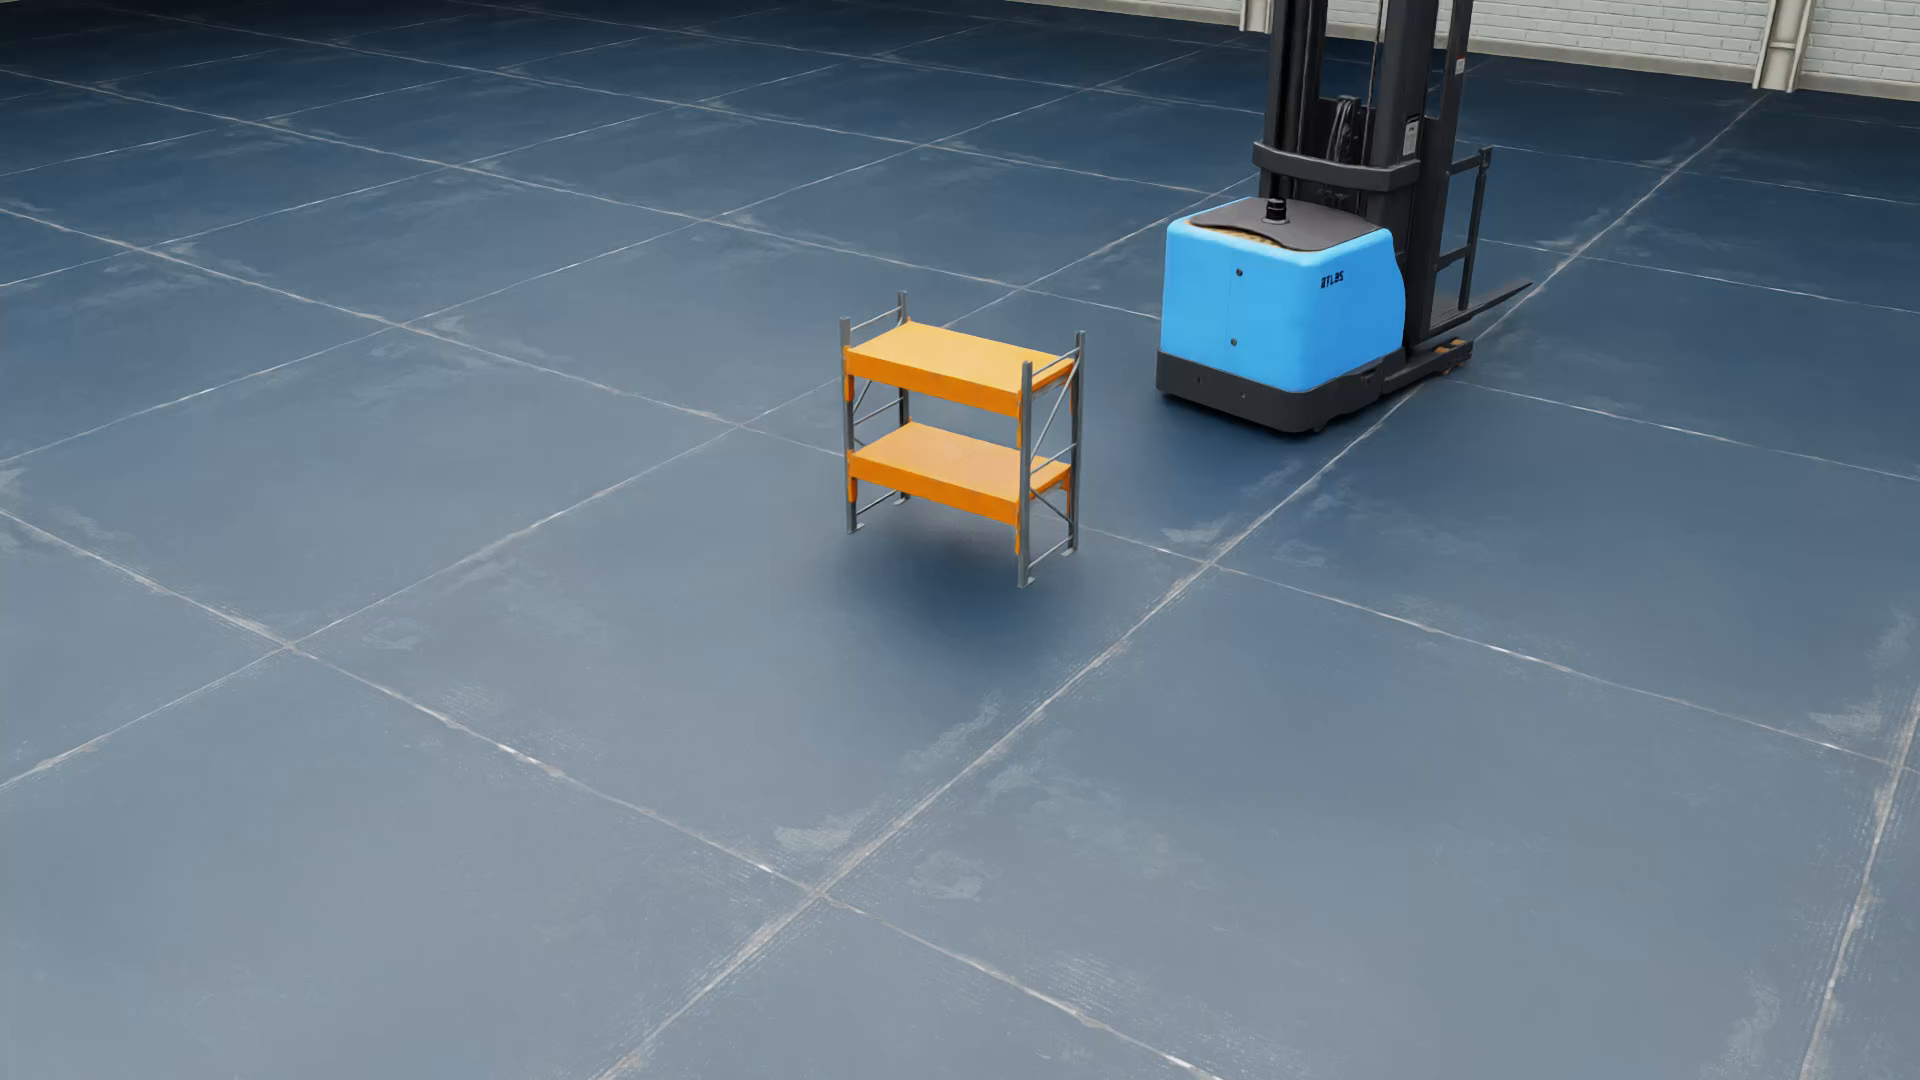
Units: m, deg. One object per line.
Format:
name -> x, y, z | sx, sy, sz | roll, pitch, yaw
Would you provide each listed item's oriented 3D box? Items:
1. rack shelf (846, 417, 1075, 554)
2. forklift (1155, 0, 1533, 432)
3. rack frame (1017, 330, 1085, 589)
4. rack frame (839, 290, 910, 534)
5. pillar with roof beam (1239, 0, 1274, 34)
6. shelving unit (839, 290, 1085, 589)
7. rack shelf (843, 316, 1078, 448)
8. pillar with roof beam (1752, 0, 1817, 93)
rack shelf -> 0.006, -0.282, 8.102 | 1.000, 0.278, 0.538 | 17, 32, 30
forklift -> 2.557, -2.475, 9.882 | 1.130, 2.935, 3.031 | 24, 36, 39
rack frame -> 0.425, -0.369, 7.735 | 0.032, 1.125, 0.500 | 17, 32, 30
rack frame -> -0.413, -0.630, 8.248 | 0.032, 1.125, 0.500 | 17, 32, 30
pillar with roof beam -> 1.291, -8.755, 15.531 | 0.400, 9.000, 9.100 | 17, 32, 30
shelving unit -> 0.006, -0.500, 7.991 | 1.048, 1.125, 0.538 | 17, 32, 30
rack shelf -> 0.006, -0.760, 7.859 | 1.000, 0.278, 0.538 | 17, 32, 30
pillar with roof beam -> 6.236, -7.214, 12.504 | 0.400, 9.000, 9.100 | 17, 32, 30
